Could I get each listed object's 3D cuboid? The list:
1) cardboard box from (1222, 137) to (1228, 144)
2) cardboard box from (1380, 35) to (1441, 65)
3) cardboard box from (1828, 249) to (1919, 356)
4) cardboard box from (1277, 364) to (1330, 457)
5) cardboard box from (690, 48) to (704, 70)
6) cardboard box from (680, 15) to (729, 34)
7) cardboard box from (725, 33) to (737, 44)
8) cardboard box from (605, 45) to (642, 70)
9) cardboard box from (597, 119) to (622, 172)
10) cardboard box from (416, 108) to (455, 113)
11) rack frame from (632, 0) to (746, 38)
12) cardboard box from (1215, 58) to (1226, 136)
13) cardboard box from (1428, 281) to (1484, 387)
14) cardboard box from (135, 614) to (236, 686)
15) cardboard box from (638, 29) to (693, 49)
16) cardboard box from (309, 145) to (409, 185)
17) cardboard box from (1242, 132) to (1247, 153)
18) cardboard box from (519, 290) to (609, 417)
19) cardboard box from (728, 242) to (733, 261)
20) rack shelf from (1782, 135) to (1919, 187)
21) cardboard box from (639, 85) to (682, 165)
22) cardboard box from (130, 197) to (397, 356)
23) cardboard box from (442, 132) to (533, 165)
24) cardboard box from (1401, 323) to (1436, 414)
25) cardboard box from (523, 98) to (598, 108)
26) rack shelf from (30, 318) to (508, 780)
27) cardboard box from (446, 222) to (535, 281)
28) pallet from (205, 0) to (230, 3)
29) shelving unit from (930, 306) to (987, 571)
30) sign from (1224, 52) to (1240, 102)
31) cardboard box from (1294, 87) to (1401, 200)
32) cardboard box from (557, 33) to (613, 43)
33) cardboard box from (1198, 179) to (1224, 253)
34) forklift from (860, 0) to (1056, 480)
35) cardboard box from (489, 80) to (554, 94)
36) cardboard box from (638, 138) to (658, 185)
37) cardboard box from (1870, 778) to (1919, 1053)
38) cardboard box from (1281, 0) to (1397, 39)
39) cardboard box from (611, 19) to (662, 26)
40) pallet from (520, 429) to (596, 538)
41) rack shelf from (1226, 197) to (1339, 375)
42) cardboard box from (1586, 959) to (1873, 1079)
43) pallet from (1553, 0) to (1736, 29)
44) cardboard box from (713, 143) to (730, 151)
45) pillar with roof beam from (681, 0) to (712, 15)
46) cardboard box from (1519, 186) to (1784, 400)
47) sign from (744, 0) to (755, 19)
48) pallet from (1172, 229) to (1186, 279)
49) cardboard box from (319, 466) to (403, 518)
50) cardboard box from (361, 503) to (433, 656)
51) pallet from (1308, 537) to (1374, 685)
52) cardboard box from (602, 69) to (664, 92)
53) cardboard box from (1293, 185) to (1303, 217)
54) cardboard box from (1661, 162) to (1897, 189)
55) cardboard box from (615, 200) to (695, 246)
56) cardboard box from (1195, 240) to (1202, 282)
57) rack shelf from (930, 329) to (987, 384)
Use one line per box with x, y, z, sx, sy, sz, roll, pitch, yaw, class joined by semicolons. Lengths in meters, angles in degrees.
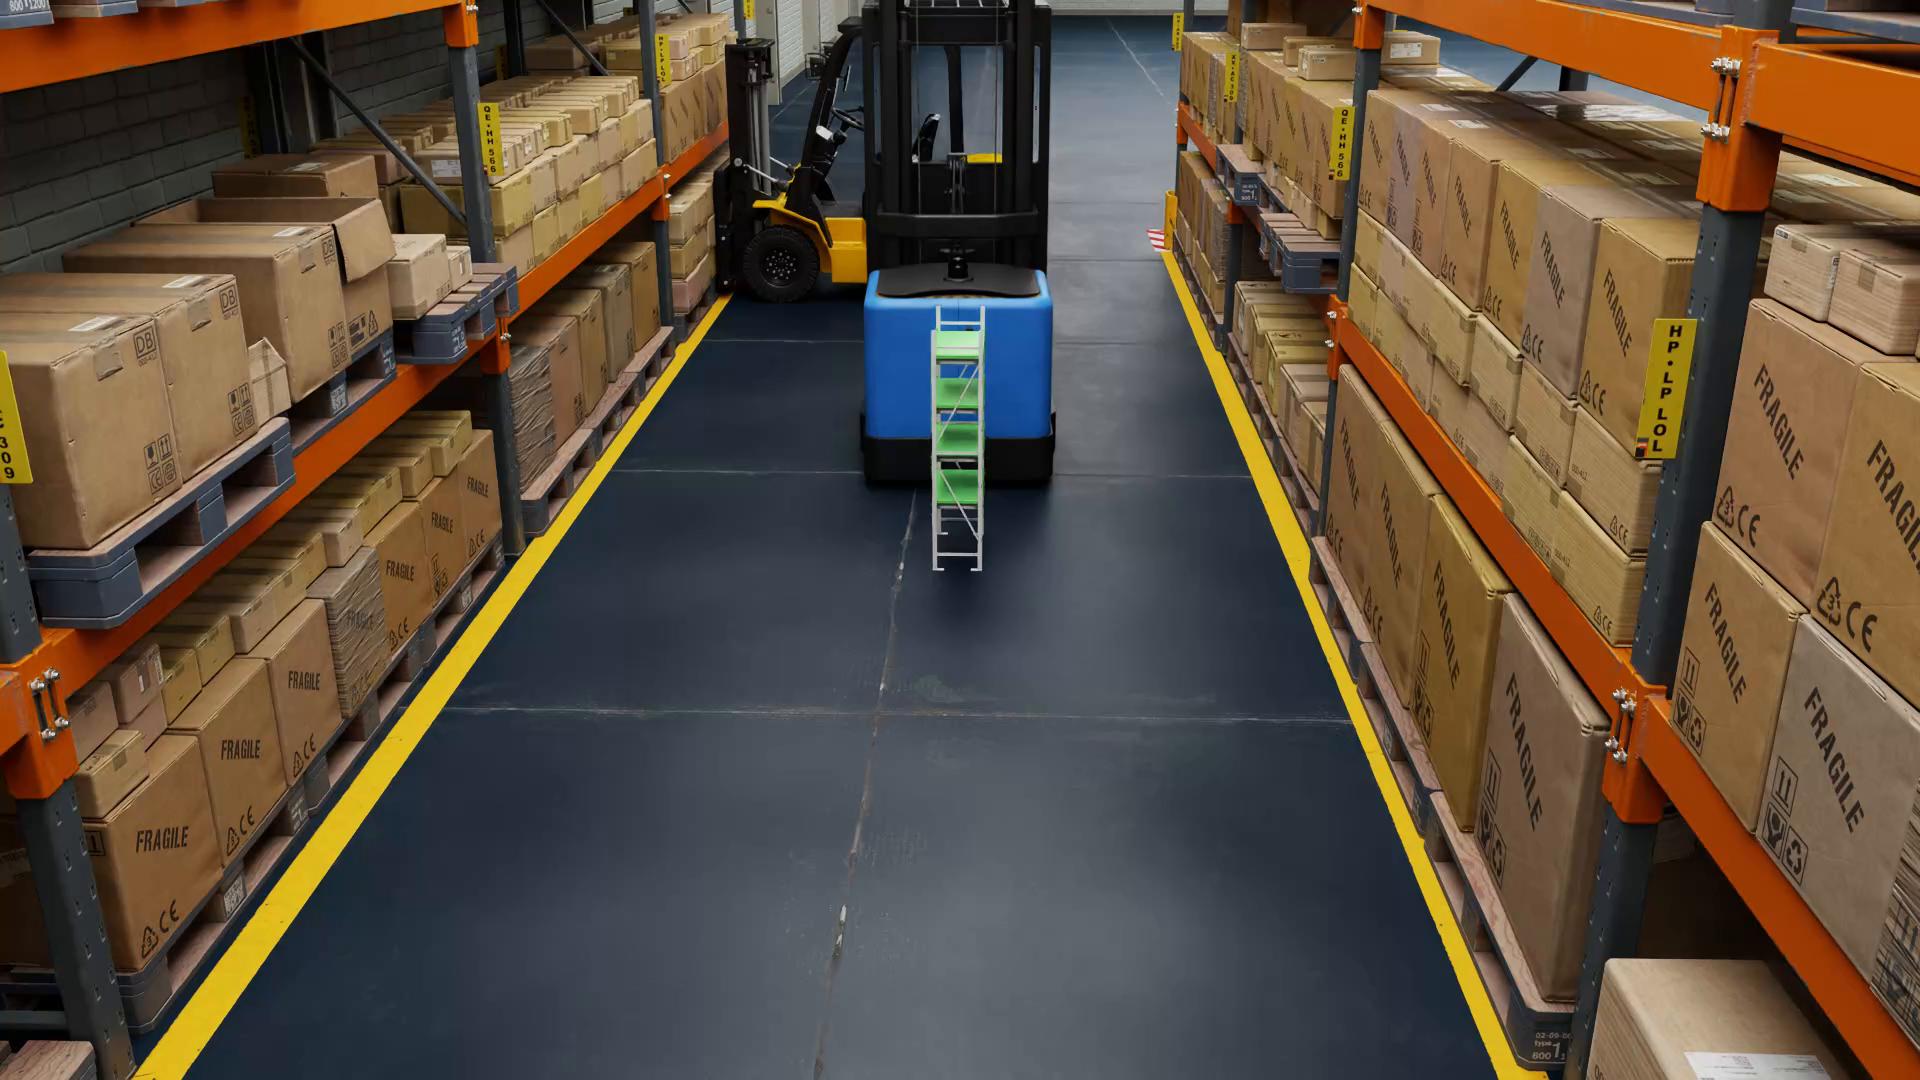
2.094;-2.821;11.999;0.380;0.149;0.250;1;21;3;cardboard box
2.607;-2.893;9.813;0.380;0.149;0.250;0;21;-1;cardboard box
1.884;-0.447;3.116;0.380;0.149;0.250;1;21;2;cardboard box
2.308;-0.724;9.299;0.950;0.372;0.625;0;21;1;cardboard box
-2.234;-3.802;13.145;0.380;0.149;0.250;0;21;1;cardboard box
-2.228;-4.494;14.518;0.380;0.149;0.250;1;21;2;cardboard box
-2.160;-4.355;14.572;0.380;0.149;0.250;1;21;2;cardboard box
-2.267;-3.381;11.650;0.380;0.149;0.250;1;21;3;cardboard box
-2.362;-2.393;10.066;0.500;0.250;0.500;1;21;3;cardboard box
-2.860;-2.359;9.428;0.380;0.149;0.250;1;21;3;cardboard box
-2.452;-4.228;15.278;1.000;3.000;0.127;1;21;2;rack frame
2.162;-3.263;12.242;0.500;0.500;0.500;1;21;3;cardboard box
1.931;-0.714;5.739;0.500;0.250;0.500;1;21;3;cardboard box
-2.617;0.358;5.437;0.380;0.149;0.250;0;21;1;cardboard box
-2.317;-3.938;13.085;0.380;0.149;0.250;1;21;2;cardboard box
-2.887;-1.804;7.996;0.380;0.149;0.250;1;21;3;cardboard box
2.056;-2.610;10.876;0.380;0.149;0.250;1;21;2;cardboard box
-2.630;-1.129;9.994;0.875;0.625;0.625;0;21;-1;cardboard box
-2.192;-2.420;13.839;0.500;0.250;0.500;1;21;3;cardboard box
7.400;-3.098;13.361;1.077;0.370;4.000;1;21;2;rack shelf
-2.299;-2.985;11.938;0.500;0.500;0.500;0;21;0;cardboard box
-2.560;-0.987;6.202;0.797;0.503;0.637;0;21;0;cardboard box
-2.402;-1.986;8.465;0.380;0.149;0.250;1;21;3;cardboard box
1.981;-0.662;6.296;0.500;0.250;0.500;1;21;3;cardboard box
-2.371;-2.542;9.899;0.380;0.149;0.250;1;21;2;cardboard box
-2.756;-0.277;6.089;1.077;0.370;4.000;1;21;2;rack shelf
-2.437;-1.423;8.257;0.500;0.250;0.500;1;21;2;cardboard box
-2.698;-1.810;5.159;1.213;0.211;1.003;1;21;2;pallet
-0.005;-0.500;8.158;0.258;1.200;0.503;1;21;2;shelving unit
1.846;-3.135;11.265;0.100;0.325;0.005;1;21;2;sign
2.007;-2.017;8.451;0.500;0.500;0.500;0;21;1;cardboard box
-2.849;-3.759;12.623;0.380;0.149;0.250;0;21;1;cardboard box
2.166;-2.577;13.207;0.500;0.500;0.500;2;21;4;cardboard box
-0.022;-2.179;10.094;1.130;2.935;3.031;0;21;-1;forklift
-2.859;-2.909;10.845;0.380;0.149;0.250;0;21;0;cardboard box
-2.327;-2.526;11.100;0.500;0.250;0.500;1;21;3;cardboard box
1.828;0.646;2.578;0.500;0.500;0.500;1;21;2;cardboard box
2.618;-3.536;11.564;0.700;0.500;0.500;0;21;1;cardboard box
-2.733;-4.317;14.062;0.380;0.149;0.250;1;21;2;cardboard box
-2.631;-0.332;9.093;1.003;0.211;1.213;1;21;2;pallet
2.327;-1.670;9.680;1.077;0.370;4.000;1;21;2;rack shelf
2.019;1.389;3.764;0.875;0.438;0.875;0;21;1;cardboard box
2.124;-1.477;4.306;0.805;0.209;1.217;0;21;-1;pallet
-2.154;-3.438;15.080;0.500;0.250;0.500;1;21;3;cardboard box
1.112;-8.905;19.038;9.100;9.000;0.400;1;21;2;pillar with roof beam
1.916;-0.700;4.665;0.500;0.500;0.500;1;21;3;cardboard box
-1.910;-4.867;14.997;0.100;0.325;0.005;1;21;2;sign
2.448;-2.553;14.818;1.003;0.211;1.213;1;21;2;pallet
-2.540;-0.198;6.870;0.380;0.149;0.250;1;21;3;cardboard box
-2.532;0.160;6.845;0.500;0.500;0.500;2;21;4;cardboard box
2.167;0.302;7.458;1.003;0.211;1.213;1;21;2;pallet
-2.301;-3.243;11.704;0.380;0.149;0.250;0;21;1;cardboard box
1.956;-1.762;8.690;0.380;0.149;0.250;0;21;-1;cardboard box
2.451;-0.870;5.103;0.500;0.500;0.500;0;21;0;cardboard box
-2.245;-2.333;12.233;0.500;0.250;0.500;0;21;1;cardboard box
2.164;-2.235;13.363;0.500;0.250;0.500;1;21;2;cardboard box
-0.005;-0.887;8.007;0.258;0.148;0.480;1;21;2;rack shelf
